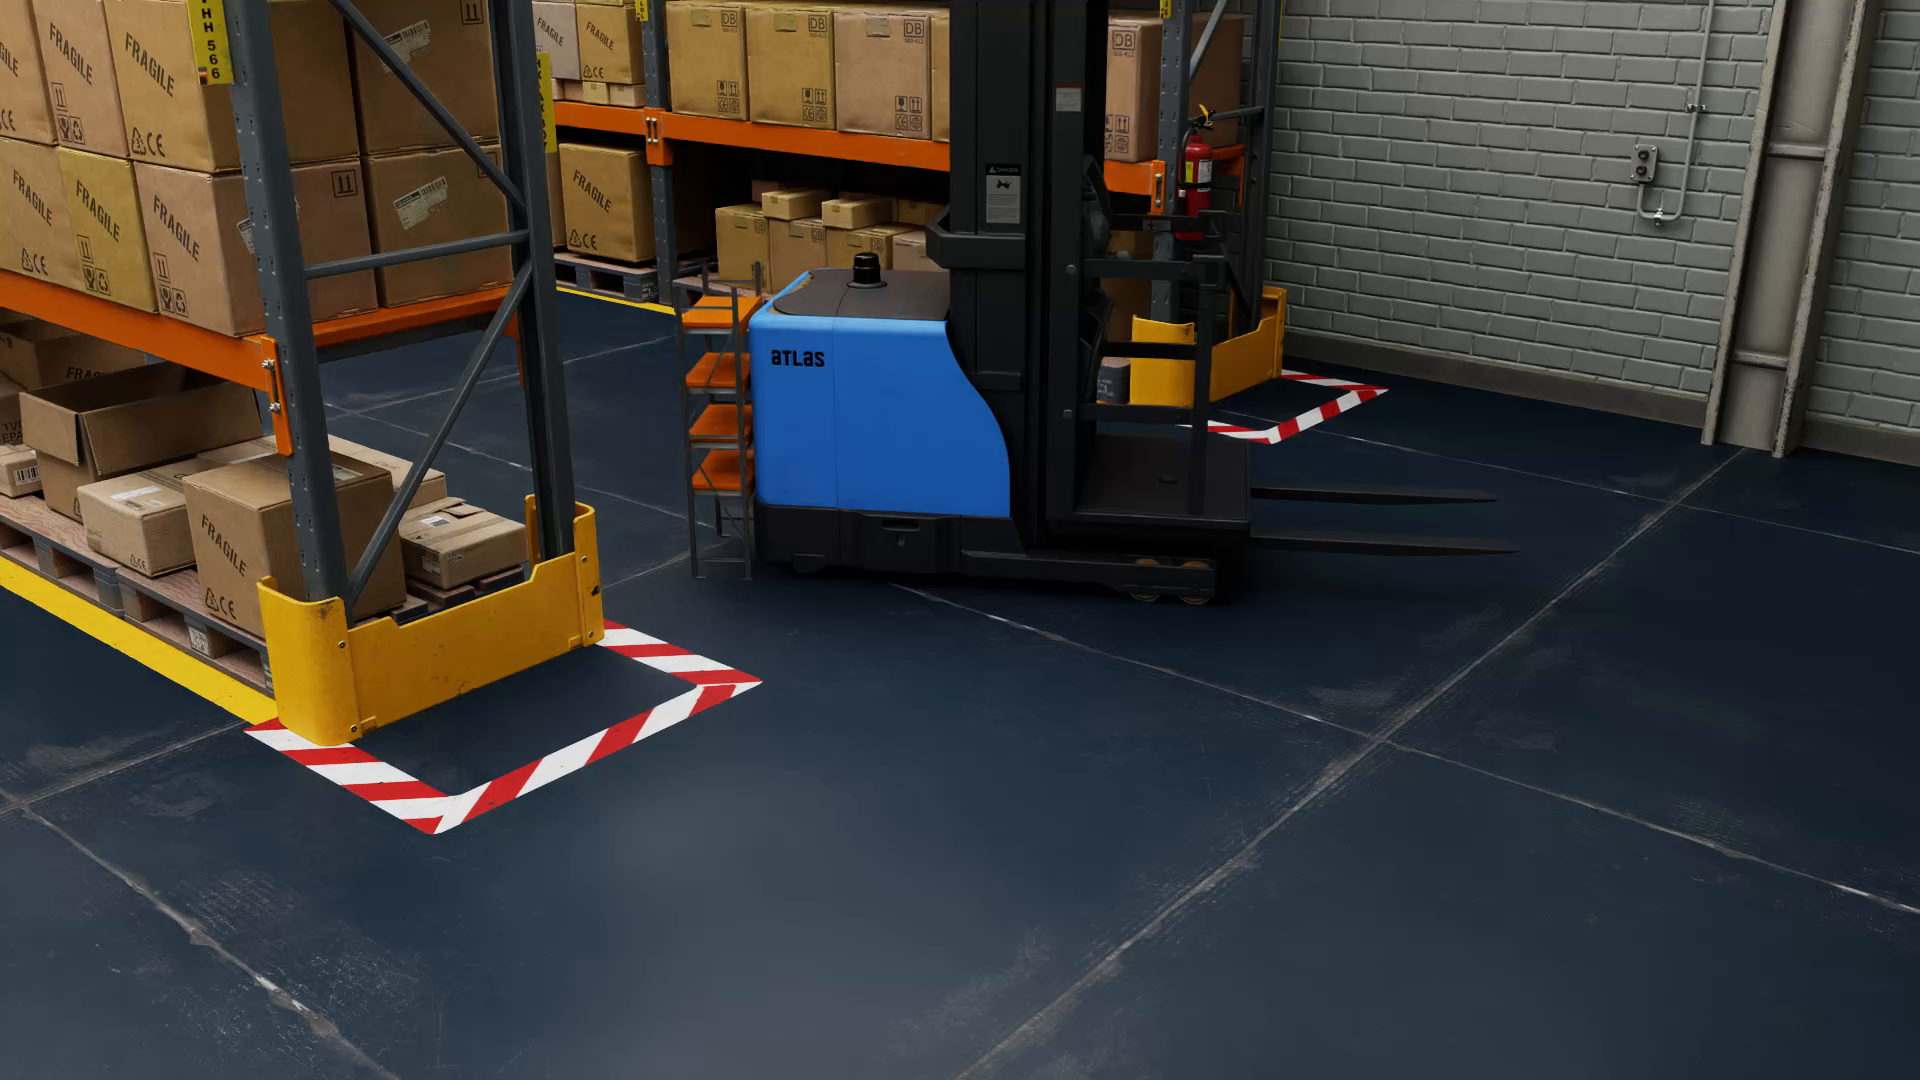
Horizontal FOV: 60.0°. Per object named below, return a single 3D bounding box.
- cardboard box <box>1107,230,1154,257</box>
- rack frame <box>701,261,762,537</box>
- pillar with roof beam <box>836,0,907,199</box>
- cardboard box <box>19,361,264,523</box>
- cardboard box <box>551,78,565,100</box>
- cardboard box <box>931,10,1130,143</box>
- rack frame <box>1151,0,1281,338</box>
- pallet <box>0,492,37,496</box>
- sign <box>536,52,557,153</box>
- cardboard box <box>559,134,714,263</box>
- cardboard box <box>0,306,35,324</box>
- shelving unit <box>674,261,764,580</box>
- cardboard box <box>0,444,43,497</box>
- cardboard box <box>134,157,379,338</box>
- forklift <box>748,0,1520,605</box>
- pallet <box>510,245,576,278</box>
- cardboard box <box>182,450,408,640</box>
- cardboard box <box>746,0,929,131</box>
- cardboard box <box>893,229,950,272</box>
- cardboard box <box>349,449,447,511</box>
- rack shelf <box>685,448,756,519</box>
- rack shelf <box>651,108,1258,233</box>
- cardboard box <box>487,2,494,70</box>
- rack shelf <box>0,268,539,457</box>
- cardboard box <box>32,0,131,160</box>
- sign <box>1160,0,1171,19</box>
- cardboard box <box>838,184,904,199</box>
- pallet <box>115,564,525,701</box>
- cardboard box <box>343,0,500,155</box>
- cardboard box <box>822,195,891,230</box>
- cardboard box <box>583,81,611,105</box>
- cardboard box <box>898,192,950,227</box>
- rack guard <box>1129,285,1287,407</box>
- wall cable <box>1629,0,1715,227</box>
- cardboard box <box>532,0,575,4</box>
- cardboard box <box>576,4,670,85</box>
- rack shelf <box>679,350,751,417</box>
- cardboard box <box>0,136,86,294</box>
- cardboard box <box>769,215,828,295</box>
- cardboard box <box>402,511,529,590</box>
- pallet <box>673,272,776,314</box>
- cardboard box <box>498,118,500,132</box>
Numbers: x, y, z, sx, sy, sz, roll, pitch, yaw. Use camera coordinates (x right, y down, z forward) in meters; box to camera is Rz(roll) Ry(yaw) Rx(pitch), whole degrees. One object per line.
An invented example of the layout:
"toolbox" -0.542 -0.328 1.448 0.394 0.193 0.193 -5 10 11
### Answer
"cardboard box" 1.003 -1.746 9.575 0.250 0.149 0.380 16 26 37
"rack frame" -0.934 -0.575 6.992 0.240 1.200 0.015 1 21 4
"pillar with roof beam" -3.347 -4.863 7.310 0.400 9.000 9.100 16 26 36
"cardboard box" -3.384 -0.417 6.938 0.637 0.503 0.797 16 26 36
"cardboard box" -2.779 -3.205 11.744 0.250 0.149 0.380 16 26 36
"cardboard box" 0.413 -2.671 9.574 0.700 0.700 0.980 16 26 36
"rack frame" 1.385 -2.260 8.910 0.127 3.000 1.000 16 26 36
"pallet" -4.312 -0.339 7.768 1.213 0.211 1.003 16 26 36
"sign" -1.401 -1.458 5.558 0.005 0.325 0.100 16 26 36
"cardboard box" -2.300 -2.452 11.872 0.750 0.750 0.750 16 26 37
"cardboard box" -5.064 -1.008 8.510 0.500 0.500 0.500 15 25 34
"shelving unit" -0.950 -0.489 6.764 0.258 1.200 0.503 1 21 4
"cardboard box" -3.978 -0.334 7.196 0.250 0.166 0.380 16 26 36
"cardboard box" -2.263 -0.977 5.367 0.500 0.500 0.500 17 27 38
"forklift" 0.722 -1.321 6.517 3.031 2.935 1.130 3 21 8
"pallet" -3.309 -2.271 12.892 1.213 0.211 1.003 16 26 36
"cardboard box" -2.321 0.005 5.823 0.500 0.500 0.500 16 26 36
"cardboard box" -0.742 -3.003 10.455 0.700 0.700 0.980 15 25 35
"cardboard box" 0.002 -1.639 10.212 0.500 0.500 0.700 15 25 35
"cardboard box" -2.373 -0.135 6.547 0.500 0.250 0.500 16 26 36
"rack shelf" -0.950 -0.240 6.858 0.258 0.148 0.480 1 21 4
"rack shelf" -0.164 -2.370 10.220 4.000 0.370 1.077 16 26 36
"cardboard box" -3.016 -3.607 11.891 0.500 0.500 0.500 16 26 36
"rack shelf" -3.294 -1.015 6.627 4.000 0.370 1.077 16 26 36
"cardboard box" -2.655 -1.556 5.485 0.500 0.500 0.500 17 26 38
"sign" 1.031 -2.767 8.279 0.005 0.325 0.100 16 26 36
"cardboard box" -0.572 -2.199 10.776 0.250 0.149 0.380 15 25 35
"pallet" -2.421 0.205 6.325 1.213 0.211 1.003 16 26 36
"cardboard box" -1.921 -1.591 5.576 0.500 0.500 0.500 17 27 38
"cardboard box" -0.645 -2.045 10.369 0.250 0.149 0.380 15 25 35
"cardboard box" -2.365 -3.092 11.444 0.250 0.149 0.380 17 26 37
"cardboard box" -0.176 -2.085 10.474 0.250 0.149 0.380 16 26 35
"rack guard" 1.404 -1.085 9.337 0.348 0.500 1.175 16 26 36
"wall cable" 2.975 -2.708 8.659 1.851 1.984 0.084 16 26 36
"cardboard box" -2.627 -3.850 11.471 0.500 0.250 0.500 17 26 37
"cardboard box" -2.231 -3.382 11.293 0.500 0.500 0.500 16 26 35
"rack shelf" -0.951 -0.636 6.709 0.258 0.148 0.480 1 21 4
"cardboard box" -3.051 -1.205 5.970 0.500 0.500 0.500 16 26 37
"cardboard box" -0.812 -1.871 10.827 0.500 0.500 0.700 16 26 36
"cardboard box" -1.851 0.036 6.239 0.250 0.149 0.380 16 26 36
"pallet" -1.174 -1.657 11.262 1.213 0.211 1.003 16 26 36
"cardboard box" -3.651 -2.838 12.895 0.750 0.750 0.750 16 26 36
